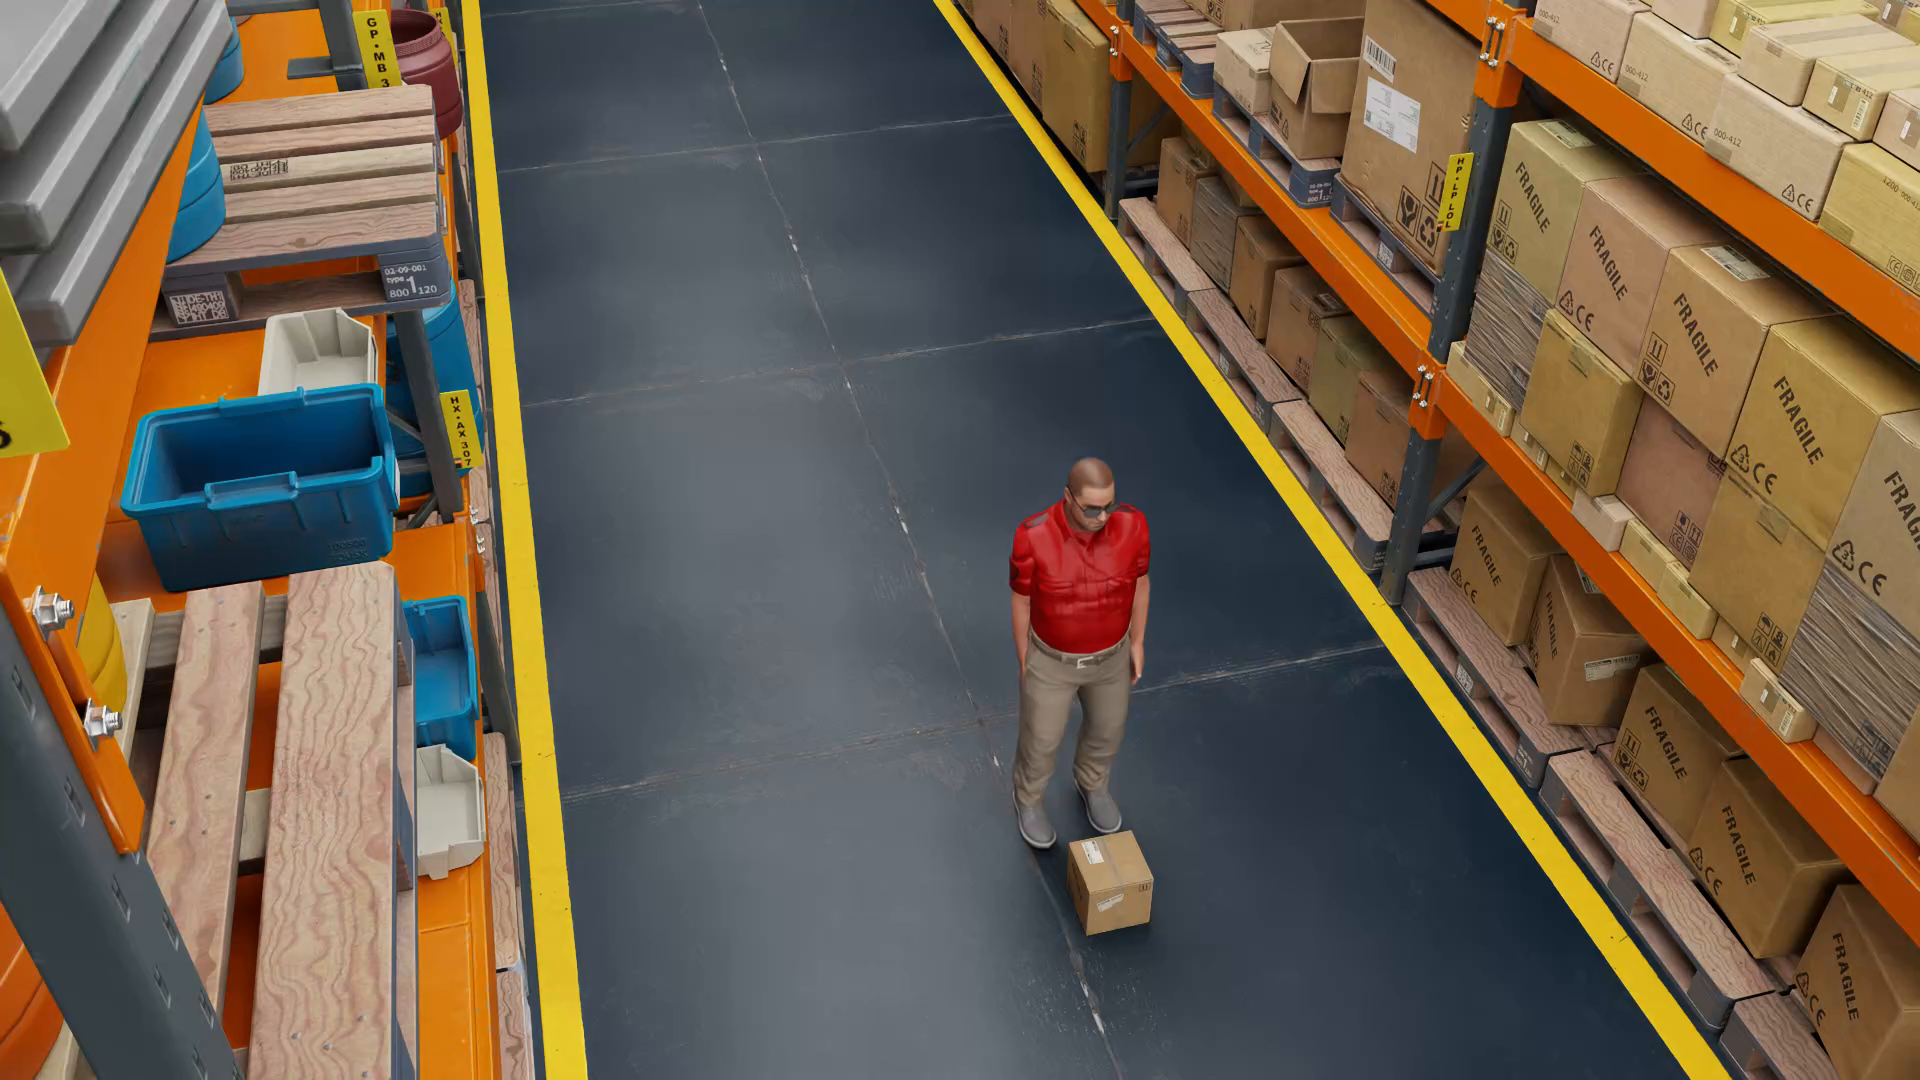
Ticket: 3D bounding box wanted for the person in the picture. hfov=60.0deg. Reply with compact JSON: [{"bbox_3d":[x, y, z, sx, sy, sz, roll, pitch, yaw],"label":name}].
[{"bbox_3d":[0.452,0.427,6.191,0.529,1.721,0.359,-9,39,-11],"label":"person"}]
